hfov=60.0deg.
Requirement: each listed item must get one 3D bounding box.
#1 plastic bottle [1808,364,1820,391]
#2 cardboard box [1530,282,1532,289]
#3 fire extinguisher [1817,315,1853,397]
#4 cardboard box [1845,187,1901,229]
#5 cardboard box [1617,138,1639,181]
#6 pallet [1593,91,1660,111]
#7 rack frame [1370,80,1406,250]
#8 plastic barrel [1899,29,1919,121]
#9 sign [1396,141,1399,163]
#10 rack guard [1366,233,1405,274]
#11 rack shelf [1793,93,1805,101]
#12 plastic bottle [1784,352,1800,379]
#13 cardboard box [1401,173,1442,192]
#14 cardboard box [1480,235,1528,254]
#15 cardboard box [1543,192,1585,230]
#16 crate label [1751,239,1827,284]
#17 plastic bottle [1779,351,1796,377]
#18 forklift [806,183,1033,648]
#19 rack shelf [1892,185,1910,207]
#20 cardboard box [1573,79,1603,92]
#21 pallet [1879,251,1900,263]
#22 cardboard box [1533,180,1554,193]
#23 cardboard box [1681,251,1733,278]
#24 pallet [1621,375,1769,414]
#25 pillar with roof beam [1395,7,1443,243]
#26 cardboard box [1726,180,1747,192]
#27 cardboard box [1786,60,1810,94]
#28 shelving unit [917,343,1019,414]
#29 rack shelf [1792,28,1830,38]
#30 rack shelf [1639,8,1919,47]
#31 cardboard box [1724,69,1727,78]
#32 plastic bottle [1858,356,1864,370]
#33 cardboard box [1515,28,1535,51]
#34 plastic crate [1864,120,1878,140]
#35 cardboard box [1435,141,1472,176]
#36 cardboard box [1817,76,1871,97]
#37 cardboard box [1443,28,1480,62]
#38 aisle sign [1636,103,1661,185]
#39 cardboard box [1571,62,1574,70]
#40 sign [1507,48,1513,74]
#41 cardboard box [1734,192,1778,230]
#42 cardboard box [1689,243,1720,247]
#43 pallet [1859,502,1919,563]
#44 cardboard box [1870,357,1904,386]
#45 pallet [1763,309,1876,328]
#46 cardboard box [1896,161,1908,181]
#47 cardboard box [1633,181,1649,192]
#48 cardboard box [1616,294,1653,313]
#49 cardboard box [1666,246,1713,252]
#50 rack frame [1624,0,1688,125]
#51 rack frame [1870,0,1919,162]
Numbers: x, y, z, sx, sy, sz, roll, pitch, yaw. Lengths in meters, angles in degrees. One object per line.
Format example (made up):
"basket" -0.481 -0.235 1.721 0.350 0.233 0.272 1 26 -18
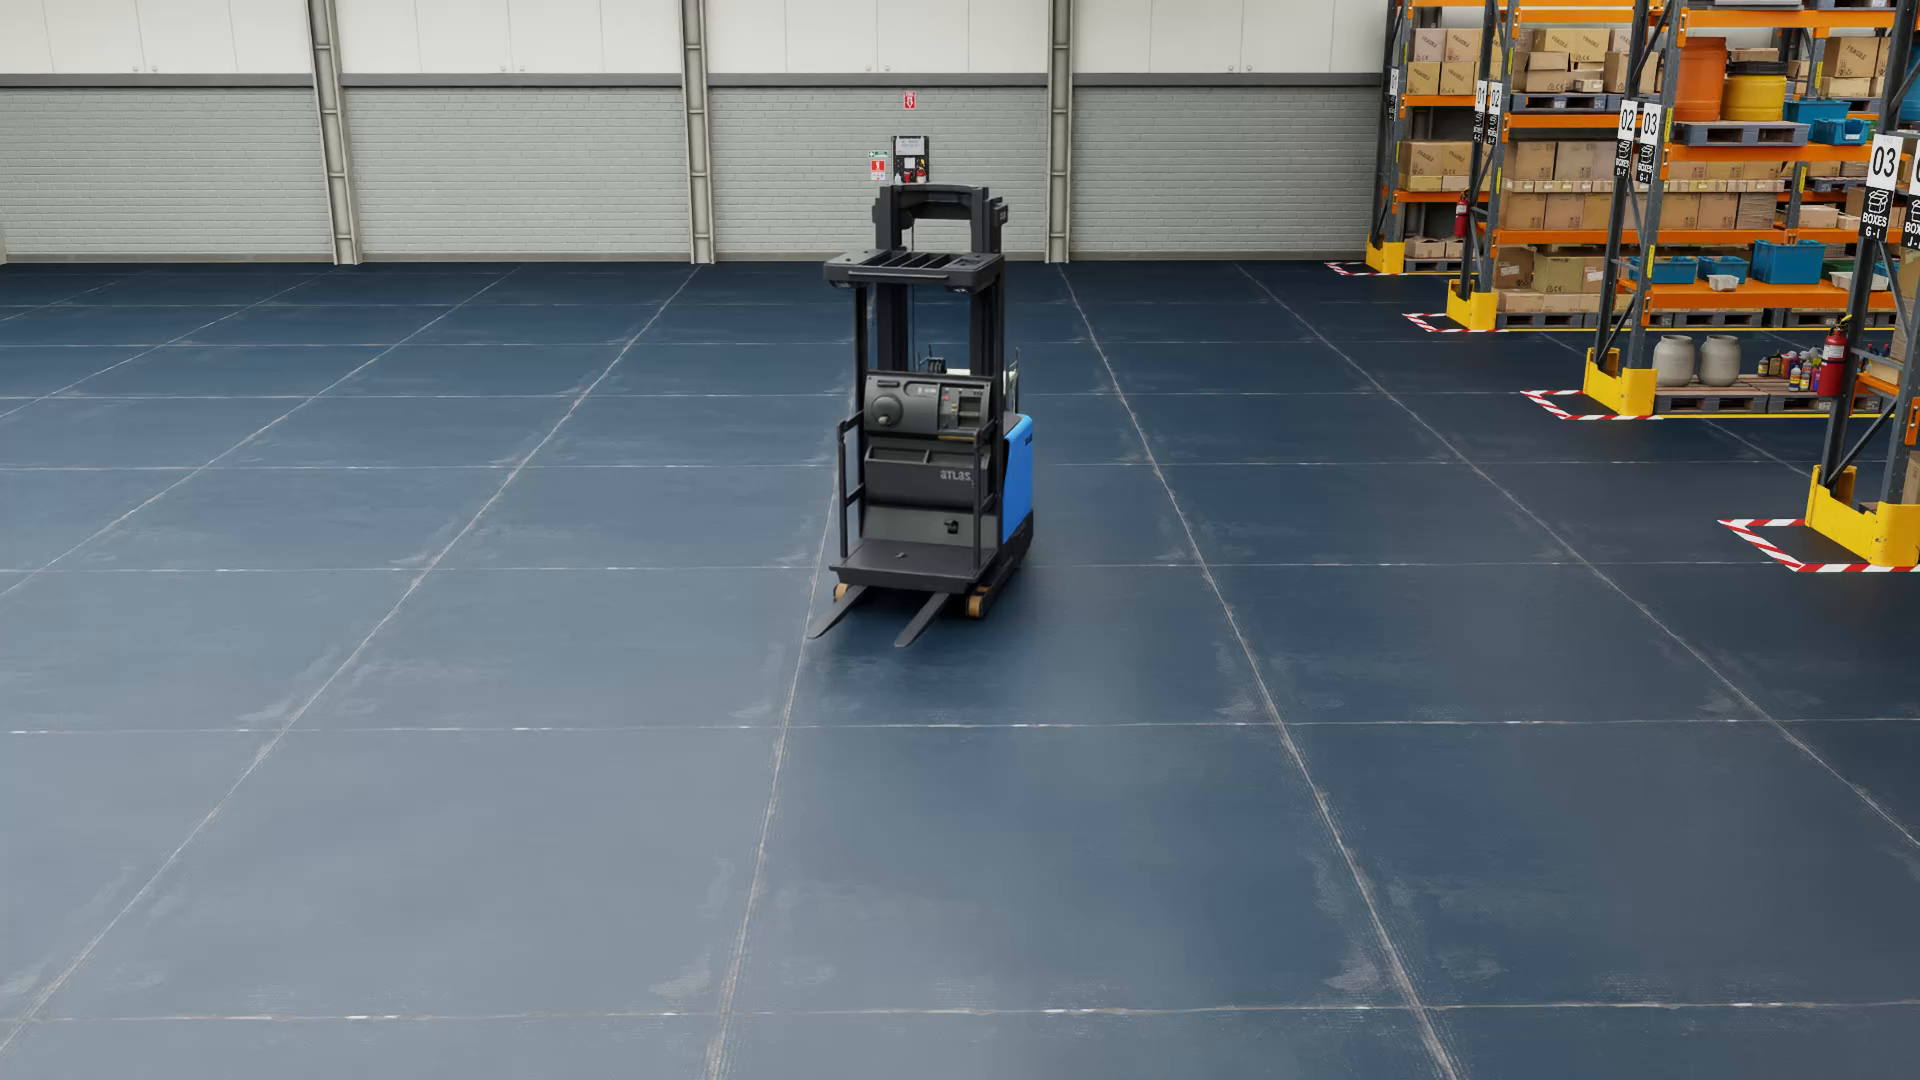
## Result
"plastic bottle" 9.161 -1.735 17.774 0.133 0.283 0.061 0 18 0
"cardboard box" 8.073 -3.413 23.090 0.500 0.250 0.500 0 18 -1
"fire extinguisher" 7.073 -1.501 13.443 0.183 0.674 0.296 0 18 -1
"cardboard box" 12.336 -4.491 22.474 0.500 0.500 0.500 1 18 3
"cardboard box" 9.092 -5.096 22.237 0.500 0.500 0.700 0 18 -1
"pallet" 8.972 -5.812 21.988 1.213 0.211 1.003 0 18 -1
"rack frame" 6.960 -5.936 27.142 0.127 3.000 1.000 0 18 -1
"plastic barrel" 10.119 -4.824 17.258 0.708 0.901 0.600 0 18 -1
"sign" 6.969 -6.183 26.493 0.005 0.325 0.100 0 18 -1
"rack guard" 7.036 -4.746 27.525 0.348 0.500 1.175 0 18 -1
"rack shelf" 12.959 -7.051 26.884 4.000 0.370 1.077 0 18 -1
"plastic bottle" 9.200 -1.929 18.378 0.133 0.283 0.061 0 18 -1
"cardboard box" 7.453 -5.780 26.867 0.500 0.250 0.500 -1 18 -2
"cardboard box" 8.957 -4.922 27.353 0.500 0.500 0.700 -1 18 -4
"cardboard box" 8.034 -4.473 22.417 0.500 0.500 0.700 0 18 1
"crate label" 8.952 -3.019 17.989 0.616 0.435 0.502 0 18 -1
"plastic bottle" 9.198 -1.958 18.481 0.135 0.276 0.152 0 18 0
"forklift" -0.289 -0.970 11.773 1.130 2.935 3.031 5 18 14
"rack shelf" 9.194 -2.493 12.675 4.000 0.370 1.077 0 18 -1
"cardboard box" 8.221 -5.950 21.770 0.250 0.149 0.380 0 18 -1
"pallet" 15.748 -4.628 27.628 1.213 0.211 1.003 0 18 -1
"cardboard box" 7.702 -4.718 22.118 0.250 0.149 0.380 -1 18 -2
"cardboard box" 10.081 -3.622 22.515 0.500 0.500 0.500 0 18 -1
"pallet" 8.004 -1.600 18.188 1.213 0.211 1.003 0 18 -1
"pillar with roof beam" 7.714 -7.745 22.961 0.400 9.000 9.100 0 18 -1
"cardboard box" 10.264 -4.730 22.155 0.250 0.149 0.380 -1 18 -2
"cardboard box" 13.661 -7.484 26.854 0.637 0.503 0.797 2 18 7
"shelving unit" 0.067 -0.816 13.634 0.755 1.500 0.431 5 18 14
"rack shelf" 13.041 -6.776 21.770 4.000 0.370 1.077 0 18 -1
"rack shelf" 9.116 -5.244 16.994 4.000 0.370 1.077 0 18 -1
"cardboard box" 9.994 -6.170 22.191 0.500 0.311 0.500 -1 18 -4
"plastic bottle" 9.967 -1.950 18.461 0.097 0.271 0.097 0 18 0
"cardboard box" 8.929 -7.981 26.773 0.500 0.500 0.500 0 18 -1
"plastic crate" 9.534 -4.333 17.579 0.450 0.188 0.336 0 18 -1
"cardboard box" 7.936 -6.141 26.766 0.500 0.500 0.500 0 18 -1
"cardboard box" 11.658 -5.999 21.986 0.500 0.250 0.500 2 18 5
"cardboard box" 7.851 -7.812 26.246 0.500 0.500 0.500 0 18 -1
"aisle sign" 7.049 -4.058 17.032 0.004 0.787 0.394 0 18 -1
"cardboard box" 9.399 -7.350 26.442 0.500 0.500 0.500 -1 18 -3
"sign" 7.045 -6.136 21.293 0.005 0.325 0.100 0 18 -1
"cardboard box" 10.598 -4.486 22.458 0.500 0.500 0.700 -1 18 -2
"cardboard box" 12.211 -5.001 27.599 0.500 0.500 0.700 -1 18 -2
"pallet" 8.083 -0.063 13.399 1.213 0.211 1.003 0 18 -1
"cardboard box" 7.476 -1.342 13.233 0.250 0.149 0.380 0 18 -1
"pallet" 11.777 -3.130 22.960 1.213 0.211 1.003 0 18 -1
"cardboard box" 15.449 -6.098 26.962 0.500 0.500 0.500 0 18 1
"cardboard box" 8.975 -4.723 22.134 0.250 0.149 0.380 0 18 0
"cardboard box" 9.081 -3.255 22.599 0.500 0.250 0.500 0 18 -1
"cardboard box" 10.073 -3.779 23.003 0.500 0.500 0.500 0 18 -1
"rack frame" 7.116 -5.767 16.793 0.127 3.000 1.000 0 18 -1
"rack frame" 7.195 -4.254 12.077 0.127 3.000 1.000 0 18 -1
